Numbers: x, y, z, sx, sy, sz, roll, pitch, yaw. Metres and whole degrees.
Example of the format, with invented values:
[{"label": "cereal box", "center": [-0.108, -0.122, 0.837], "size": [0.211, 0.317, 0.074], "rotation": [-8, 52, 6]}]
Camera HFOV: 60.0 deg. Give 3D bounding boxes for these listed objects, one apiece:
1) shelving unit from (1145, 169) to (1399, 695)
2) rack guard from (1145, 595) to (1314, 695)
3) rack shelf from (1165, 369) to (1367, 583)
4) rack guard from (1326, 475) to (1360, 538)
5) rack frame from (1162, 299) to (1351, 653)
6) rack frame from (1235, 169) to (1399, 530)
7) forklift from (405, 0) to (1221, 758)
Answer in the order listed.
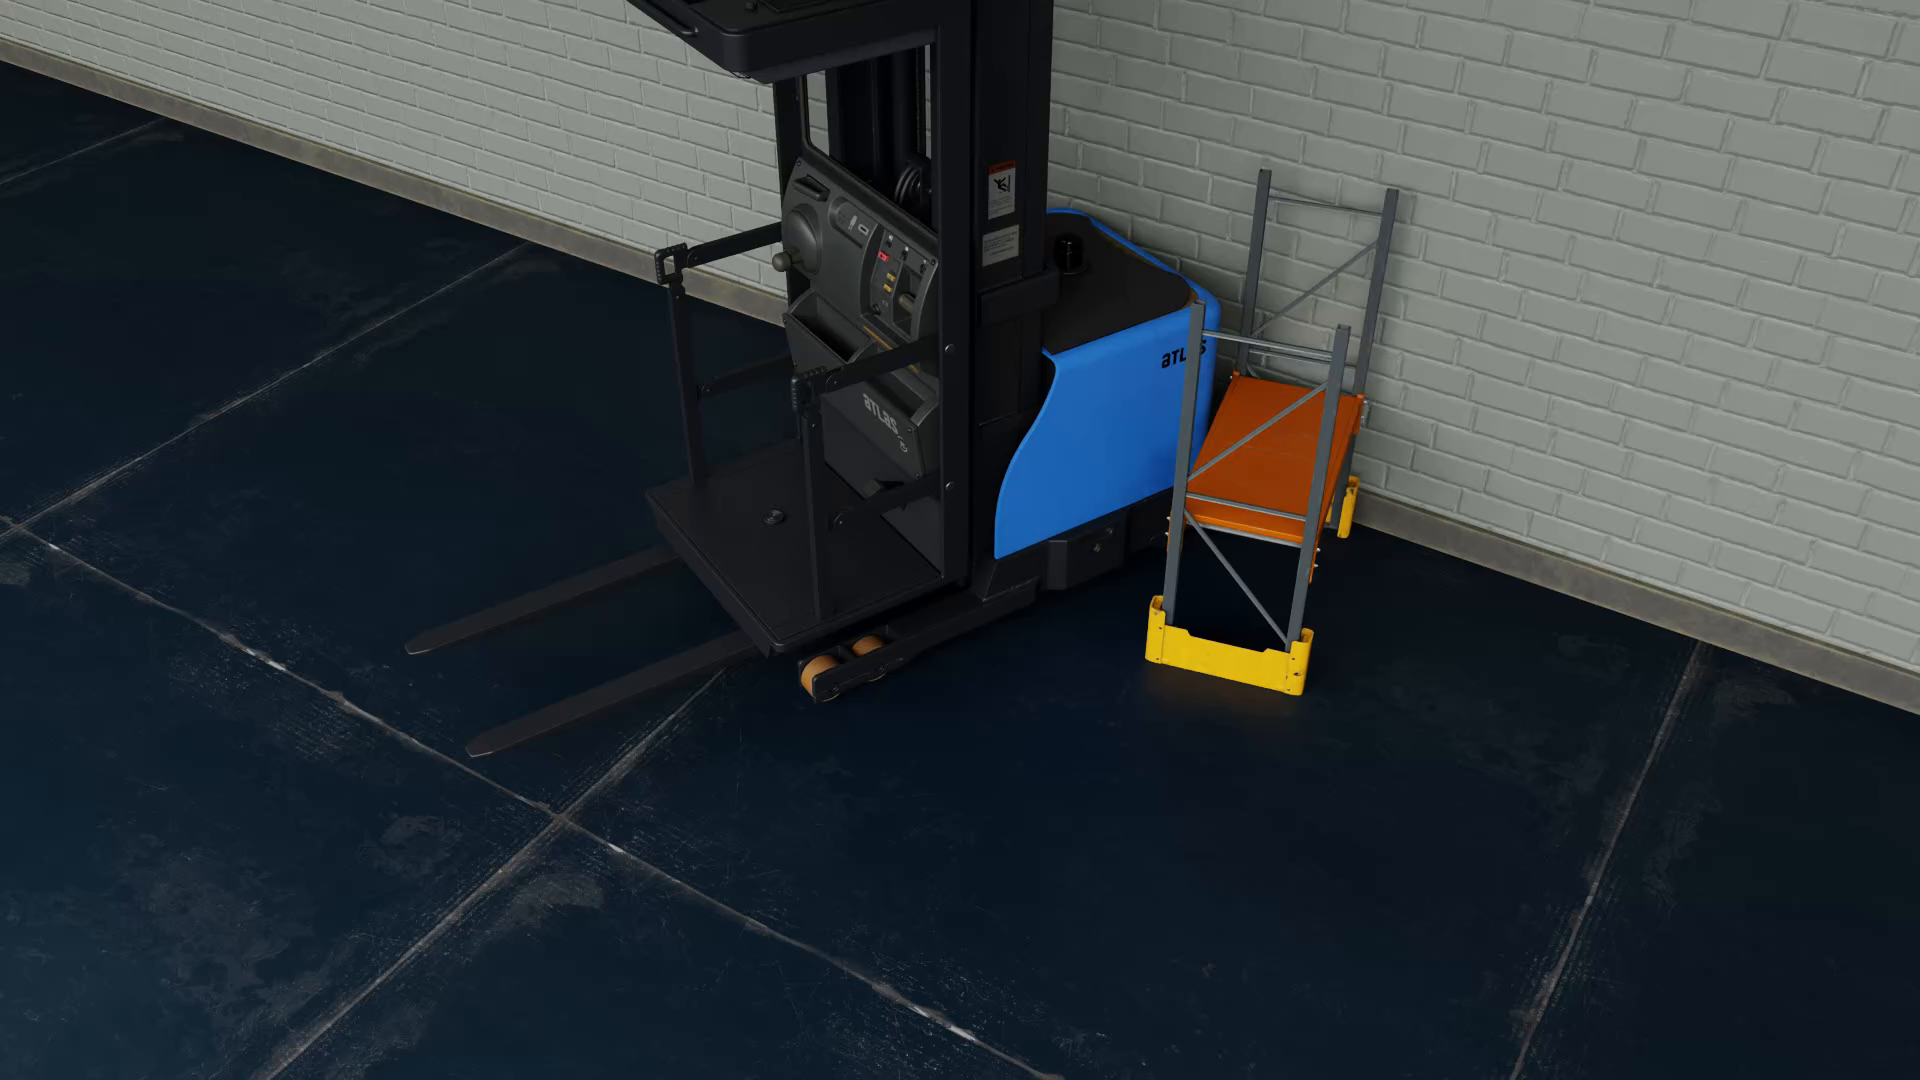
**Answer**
[{"label": "shelving unit", "center": [1.144, -0.398, 6.038], "size": [0.587, 1.500, 1.083], "rotation": [13, 39, 16]}, {"label": "rack guard", "center": [0.973, 0.382, 6.049], "size": [0.587, 0.250, 0.087], "rotation": [13, 39, 16]}, {"label": "rack shelf", "center": [1.147, -0.261, 6.155], "size": [0.538, 0.185, 1.000], "rotation": [13, 39, 16]}, {"label": "rack guard", "center": [1.315, -0.189, 6.790], "size": [0.587, 0.250, 0.087], "rotation": [13, 39, 16]}, {"label": "rack frame", "center": [0.973, -0.112, 5.667], "size": [0.500, 1.500, 0.032], "rotation": [13, 39, 16]}, {"label": "rack frame", "center": [1.322, -0.695, 6.423], "size": [0.500, 1.500, 0.032], "rotation": [13, 39, 16]}, {"label": "forklift", "center": [-0.525, -0.949, 5.581], "size": [3.031, 2.935, 1.130], "rotation": [-22, 43, -26]}]
